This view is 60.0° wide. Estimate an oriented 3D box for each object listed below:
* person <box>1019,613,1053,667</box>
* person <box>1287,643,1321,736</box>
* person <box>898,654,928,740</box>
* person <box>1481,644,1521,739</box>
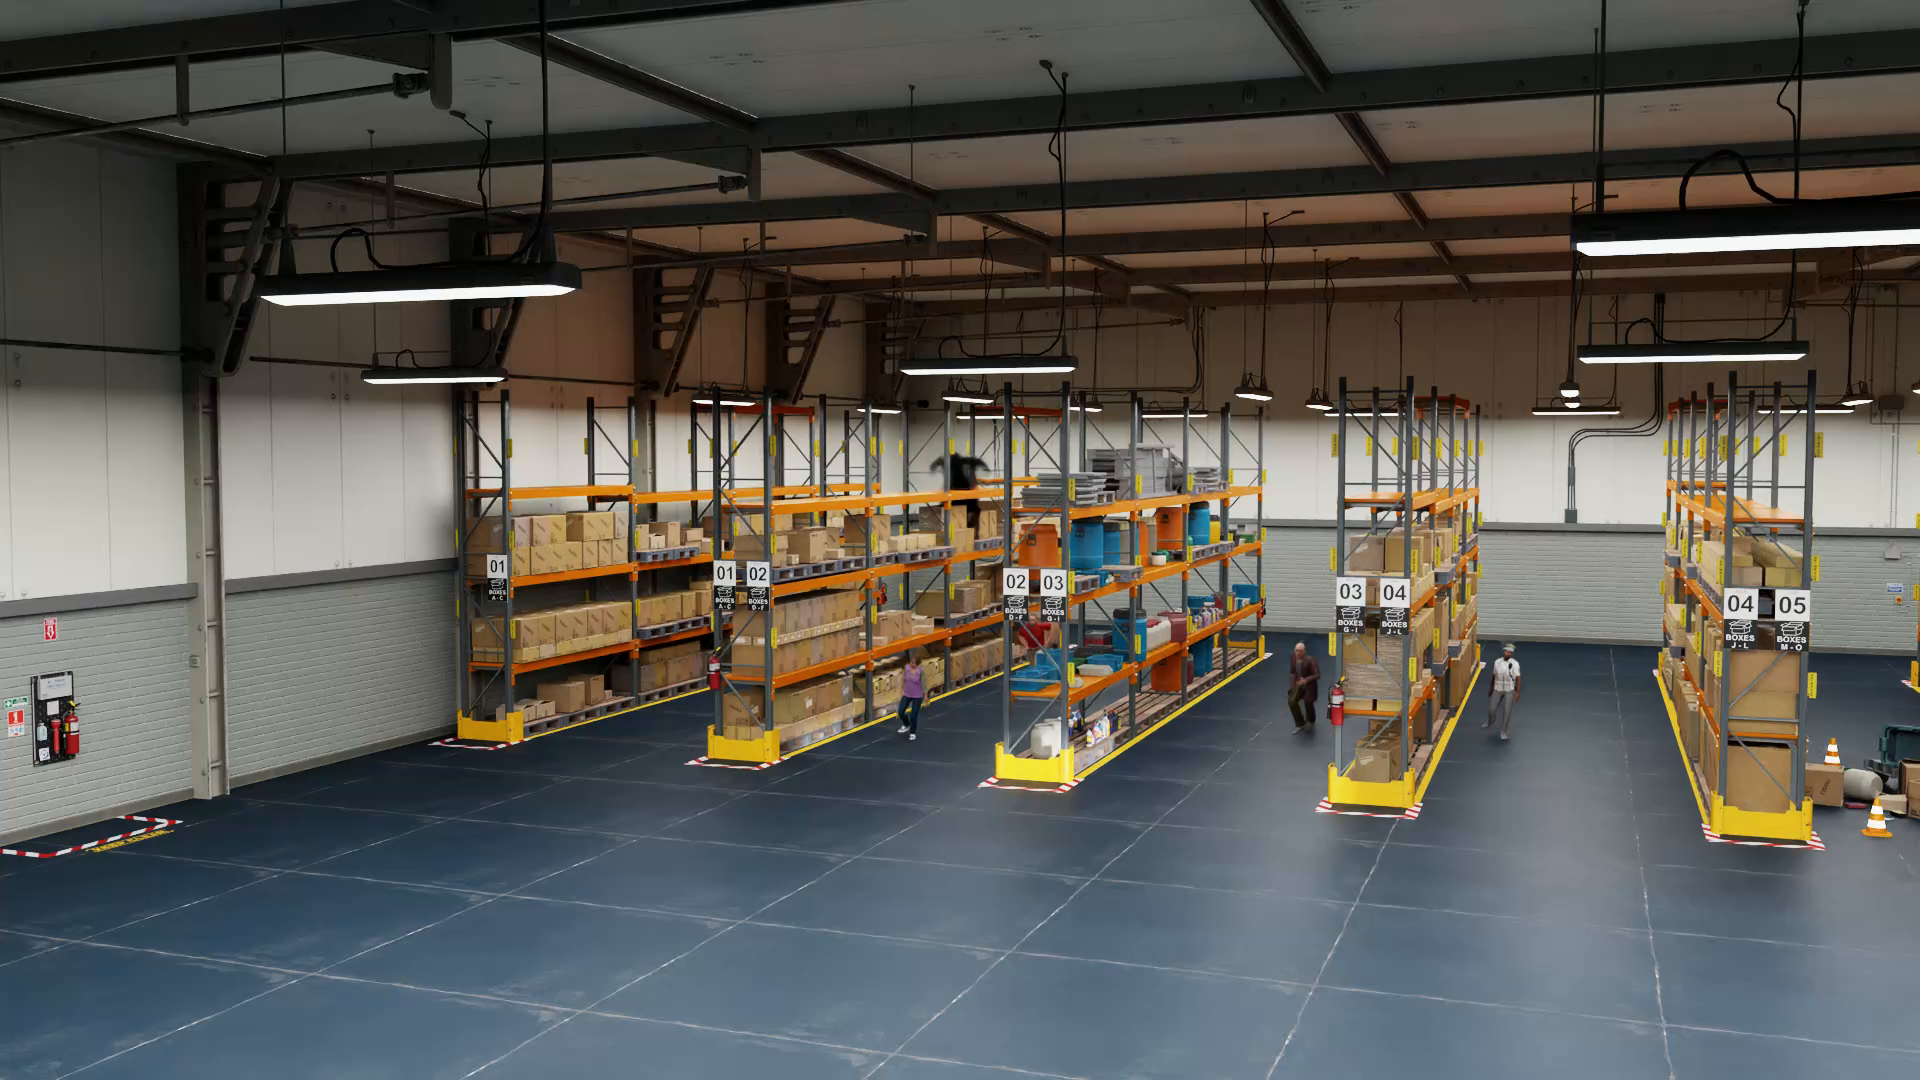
[{"bbox_3d":[1.569,2.320,34.205,0.703,1.694,1.023,1,3,10],"label":"person"},{"bbox_3d":[6.064,2.570,29.133,0.710,1.621,1.159,2,4,33],"label":"person"},{"bbox_3d":[-0.802,2.677,28.427,0.661,1.501,0.607,1,3,19],"label":"person"},{"bbox_3d":[9.349,2.595,28.711,0.693,1.652,0.537,2,4,30],"label":"person"}]
